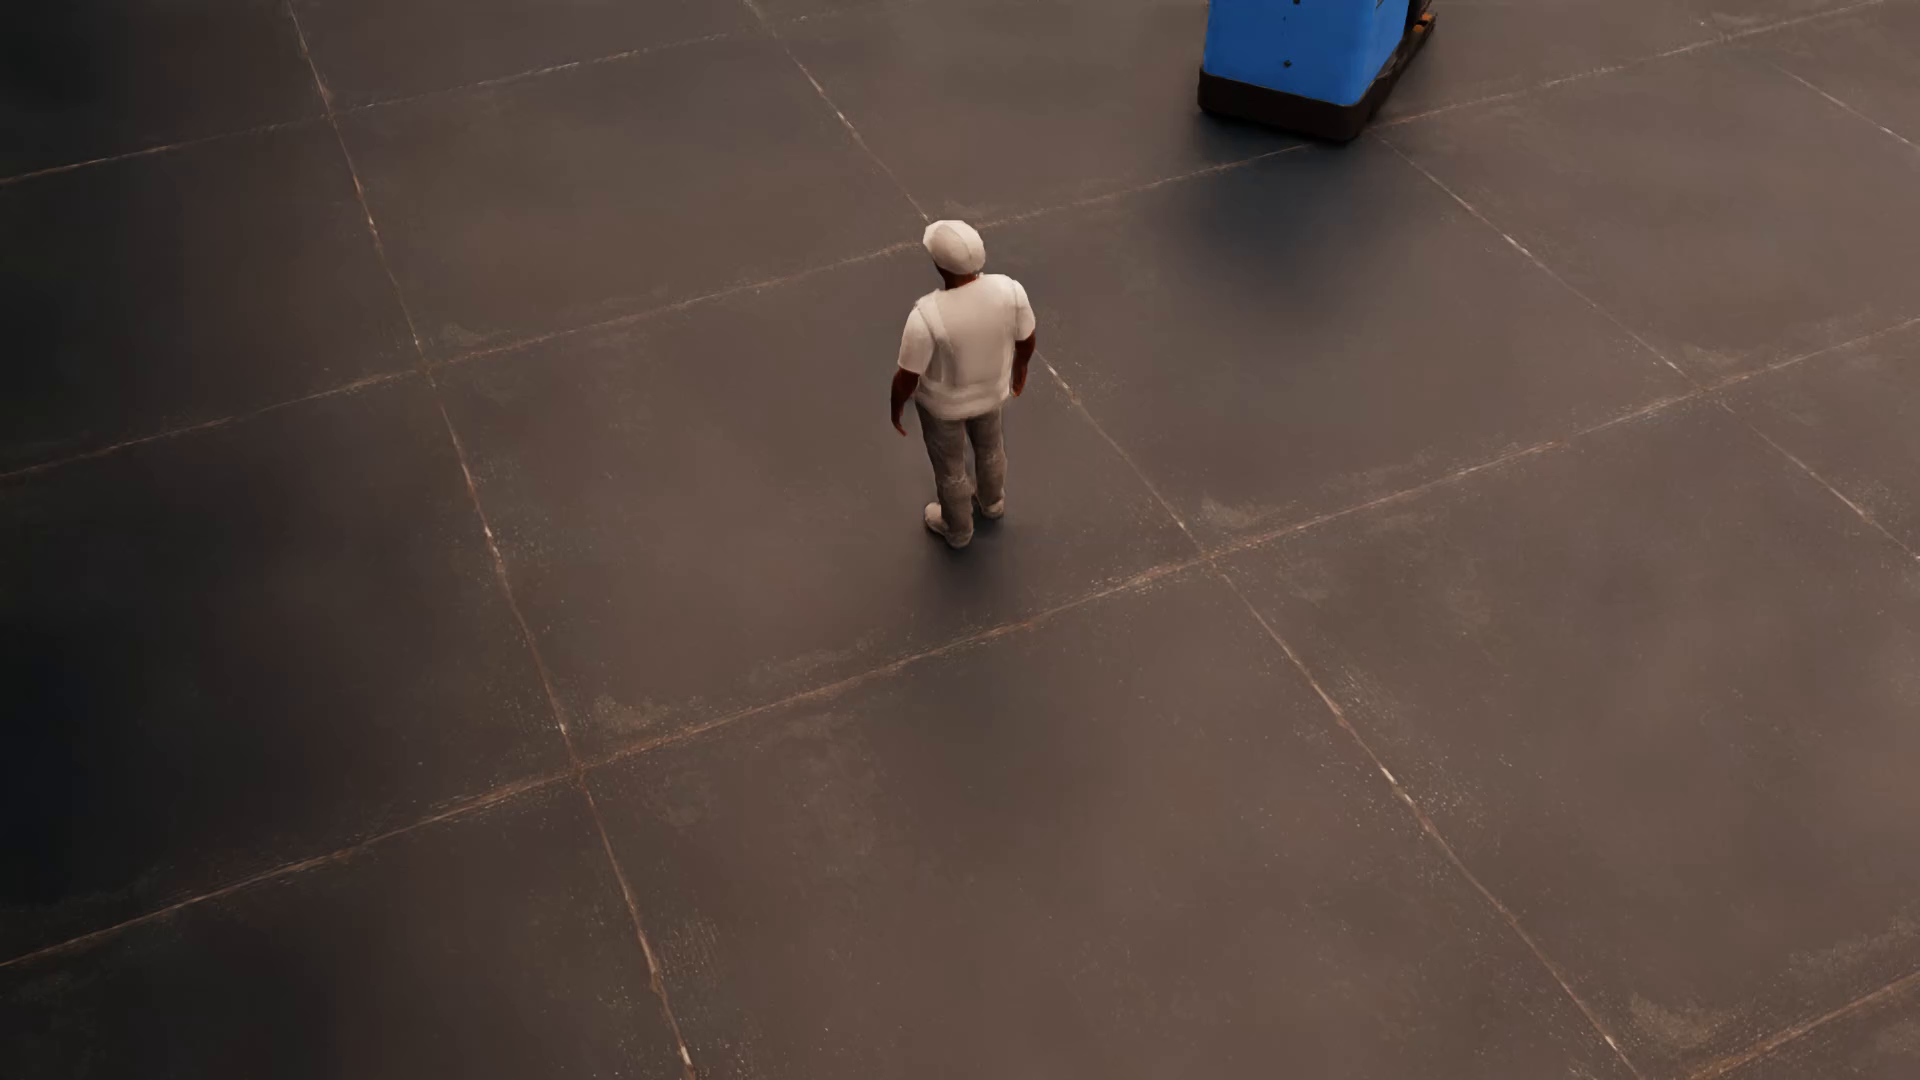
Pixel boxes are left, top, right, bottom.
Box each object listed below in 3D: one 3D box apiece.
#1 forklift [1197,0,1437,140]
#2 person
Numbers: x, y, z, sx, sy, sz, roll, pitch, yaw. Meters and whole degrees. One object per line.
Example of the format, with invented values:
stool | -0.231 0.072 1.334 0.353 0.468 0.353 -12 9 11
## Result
forklift | 2.654 -4.574 10.582 1.130 2.935 3.031 19 46 20
person | -0.024 -0.695 7.269 0.665 1.766 0.576 -18 46 -18
